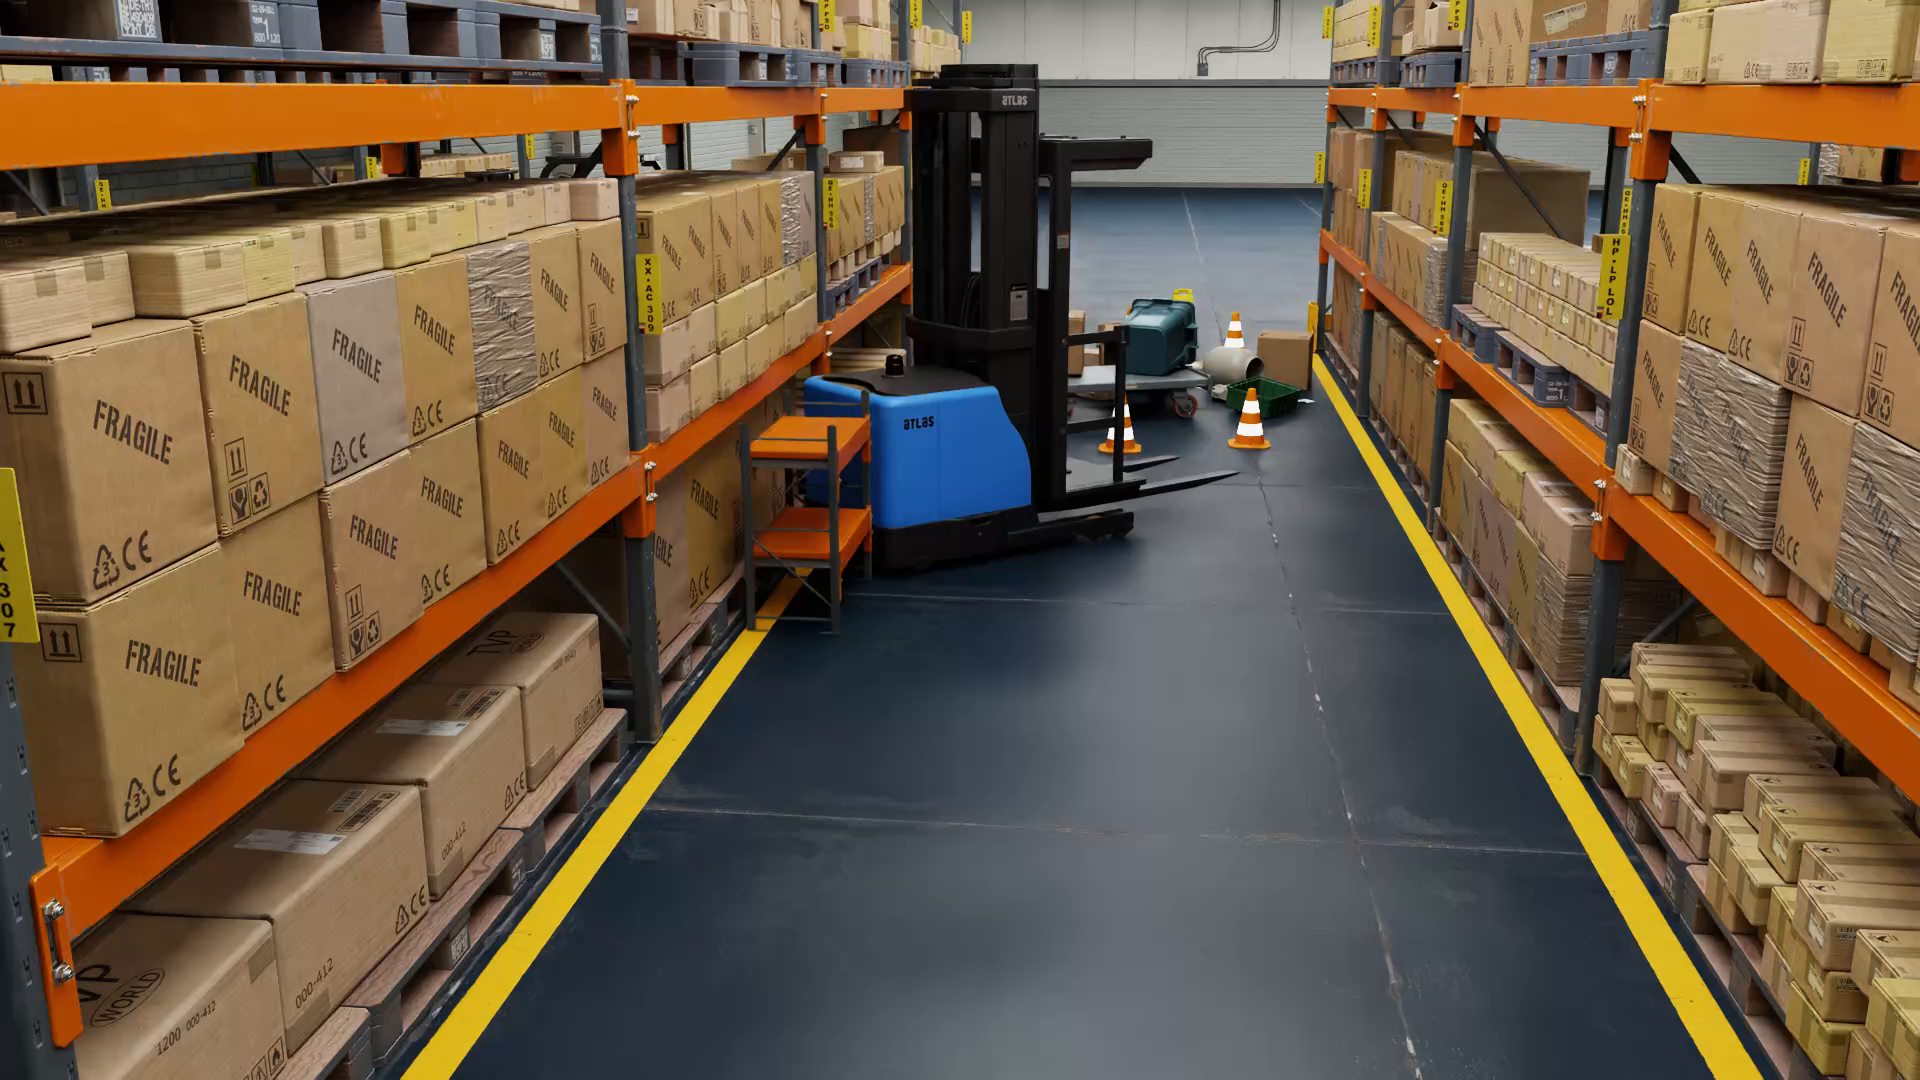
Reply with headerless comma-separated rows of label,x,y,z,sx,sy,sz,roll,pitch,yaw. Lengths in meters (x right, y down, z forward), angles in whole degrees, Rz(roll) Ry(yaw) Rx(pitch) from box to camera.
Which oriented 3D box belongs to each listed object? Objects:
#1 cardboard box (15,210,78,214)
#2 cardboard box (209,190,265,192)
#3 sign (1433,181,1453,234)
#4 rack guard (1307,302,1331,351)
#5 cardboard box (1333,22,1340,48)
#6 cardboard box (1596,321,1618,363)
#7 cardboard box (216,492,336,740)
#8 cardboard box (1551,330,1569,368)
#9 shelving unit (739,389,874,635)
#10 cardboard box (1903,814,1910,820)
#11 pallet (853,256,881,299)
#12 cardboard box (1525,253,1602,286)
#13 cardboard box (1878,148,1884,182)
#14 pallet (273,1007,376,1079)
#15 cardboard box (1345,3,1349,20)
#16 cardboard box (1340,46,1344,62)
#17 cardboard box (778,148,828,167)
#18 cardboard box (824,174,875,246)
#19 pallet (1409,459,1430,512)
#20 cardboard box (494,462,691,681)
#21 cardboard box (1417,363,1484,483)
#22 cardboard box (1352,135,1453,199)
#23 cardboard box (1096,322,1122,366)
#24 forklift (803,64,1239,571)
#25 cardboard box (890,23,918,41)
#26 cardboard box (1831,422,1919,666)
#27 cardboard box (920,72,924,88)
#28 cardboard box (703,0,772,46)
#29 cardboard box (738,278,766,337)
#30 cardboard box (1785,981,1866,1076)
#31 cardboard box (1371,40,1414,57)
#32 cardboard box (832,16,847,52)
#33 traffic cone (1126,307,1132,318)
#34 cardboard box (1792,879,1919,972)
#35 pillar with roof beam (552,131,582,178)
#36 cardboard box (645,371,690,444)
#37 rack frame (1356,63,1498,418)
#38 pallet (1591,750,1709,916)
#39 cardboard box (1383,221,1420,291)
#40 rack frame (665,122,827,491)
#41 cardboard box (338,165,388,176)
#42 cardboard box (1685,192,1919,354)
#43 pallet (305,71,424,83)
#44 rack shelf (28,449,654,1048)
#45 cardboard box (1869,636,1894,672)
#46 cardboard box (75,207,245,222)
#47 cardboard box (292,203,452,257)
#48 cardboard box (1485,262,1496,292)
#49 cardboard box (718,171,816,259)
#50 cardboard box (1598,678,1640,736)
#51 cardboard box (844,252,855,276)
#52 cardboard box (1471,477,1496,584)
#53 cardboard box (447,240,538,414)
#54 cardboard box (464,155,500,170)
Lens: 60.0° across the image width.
cardboard box,-6.556,-2.276,11.898,0.380,0.149,0.250,2,15,8
cardboard box,-6.223,-2.934,14.333,0.380,0.149,0.250,2,15,6
sign,3.000,-2.063,10.326,0.100,0.325,0.005,2,15,6
rack guard,4.457,-2.363,18.442,1.175,0.500,0.348,2,15,6
cardboard box,4.145,-5.216,17.179,0.500,0.250,0.500,2,15,6
cardboard box,2.978,-0.853,7.178,0.380,0.149,0.250,2,15,7
cardboard box,-1.912,0.171,4.093,0.500,0.500,0.500,1,15,5
cardboard box,3.061,-0.910,7.959,0.380,0.149,0.250,1,15,4
shelving unit,-0.827,-0.183,9.182,0.538,1.125,1.048,2,15,6
cardboard box,3.215,0.939,5.528,0.380,0.149,0.250,2,15,8
pallet,-1.195,-2.030,12.790,1.003,0.211,1.213,2,15,6
cardboard box,3.160,-1.402,8.637,0.380,0.149,0.250,2,15,8
cardboard box,8.870,-3.542,15.337,0.500,0.500,0.500,2,15,6
pallet,-2.268,1.603,4.328,1.003,0.211,1.213,2,15,6
cardboard box,3.985,-5.185,16.302,0.380,0.149,0.250,1,15,5
cardboard box,4.012,-4.865,16.644,0.380,0.149,0.250,2,15,7
cardboard box,-1.331,-3.241,14.094,0.380,0.149,0.250,2,15,6
cardboard box,-0.928,-2.515,12.651,0.500,0.500,0.500,1,15,4
pallet,3.715,-0.344,11.532,1.003,0.211,1.213,2,15,6
cardboard box,-1.839,0.089,7.851,0.875,0.875,0.875,2,15,8
cardboard box,3.710,-0.760,11.233,1.050,0.750,0.750,1,15,5
cardboard box,4.025,-3.360,14.986,0.875,0.550,0.550,2,15,6
cardboard box,1.842,-1.948,16.900,0.797,0.503,0.637,-10,18,-32
forklift,0.513,-1.510,10.631,3.031,2.935,1.130,-11,18,-34
cardboard box,-0.567,-4.429,14.502,0.380,0.149,0.250,1,15,5
cardboard box,2.555,0.005,4.134,0.500,0.500,0.500,2,15,6
cardboard box,-0.536,-4.312,15.598,0.380,0.149,0.250,1,15,5
cardboard box,-1.289,-2.841,8.680,0.500,0.500,0.500,2,15,7
cardboard box,-1.330,-1.243,8.840,0.500,0.250,0.500,1,15,5
cardboard box,2.526,1.349,4.583,0.380,0.149,0.250,1,15,4
cardboard box,3.726,-4.207,14.214,0.380,0.149,0.250,2,15,6
cardboard box,-1.234,-3.502,11.923,0.797,0.503,0.637,2,15,6
traffic cone,1.899,-2.364,18.519,0.336,0.463,0.334,2,15,6
cardboard box,2.512,1.057,4.523,0.380,0.149,0.250,2,15,8
pillar with roof beam,-1.427,-7.999,23.006,9.100,9.000,0.400,2,15,6
cardboard box,-1.518,-0.604,7.438,0.500,0.250,0.500,1,15,5
rack frame,4.003,-2.526,14.256,1.000,3.000,0.127,2,15,6
pallet,3.060,1.070,6.299,1.003,0.211,1.213,2,15,6
cardboard box,3.561,-2.185,12.804,0.500,0.500,0.500,2,15,6
rack frame,-1.378,-1.608,10.862,1.000,3.000,0.127,2,15,6
cardboard box,-5.606,-3.441,15.635,0.380,0.149,0.250,2,15,7
cardboard box,2.764,-0.881,5.495,0.500,0.500,0.500,1,15,5
pallet,-5.789,-4.418,15.677,1.003,0.211,1.213,2,15,6
rack shelf,-2.055,0.296,5.201,1.077,0.370,4.000,2,15,6
cardboard box,2.638,0.283,4.348,0.380,0.149,0.250,1,15,4
cardboard box,-2.302,-0.876,4.806,0.380,0.149,0.250,2,15,8
cardboard box,-1.768,-0.931,5.010,0.380,0.149,0.250,2,15,6
cardboard box,3.269,-1.523,9.656,0.380,0.149,0.250,2,15,9
cardboard box,-1.177,-1.997,10.194,0.500,0.500,0.500,1,15,5
cardboard box,2.741,0.664,6.548,0.380,0.149,0.250,2,15,9
cardboard box,-0.963,-1.981,11.918,0.380,0.149,0.250,2,15,7
cardboard box,3.112,-0.045,9.065,0.500,0.500,0.500,1,15,5
cardboard box,-1.722,-0.707,5.424,0.500,0.500,0.500,2,15,7
cardboard box,-5.238,-4.100,18.075,0.380,0.149,0.250,2,15,8
